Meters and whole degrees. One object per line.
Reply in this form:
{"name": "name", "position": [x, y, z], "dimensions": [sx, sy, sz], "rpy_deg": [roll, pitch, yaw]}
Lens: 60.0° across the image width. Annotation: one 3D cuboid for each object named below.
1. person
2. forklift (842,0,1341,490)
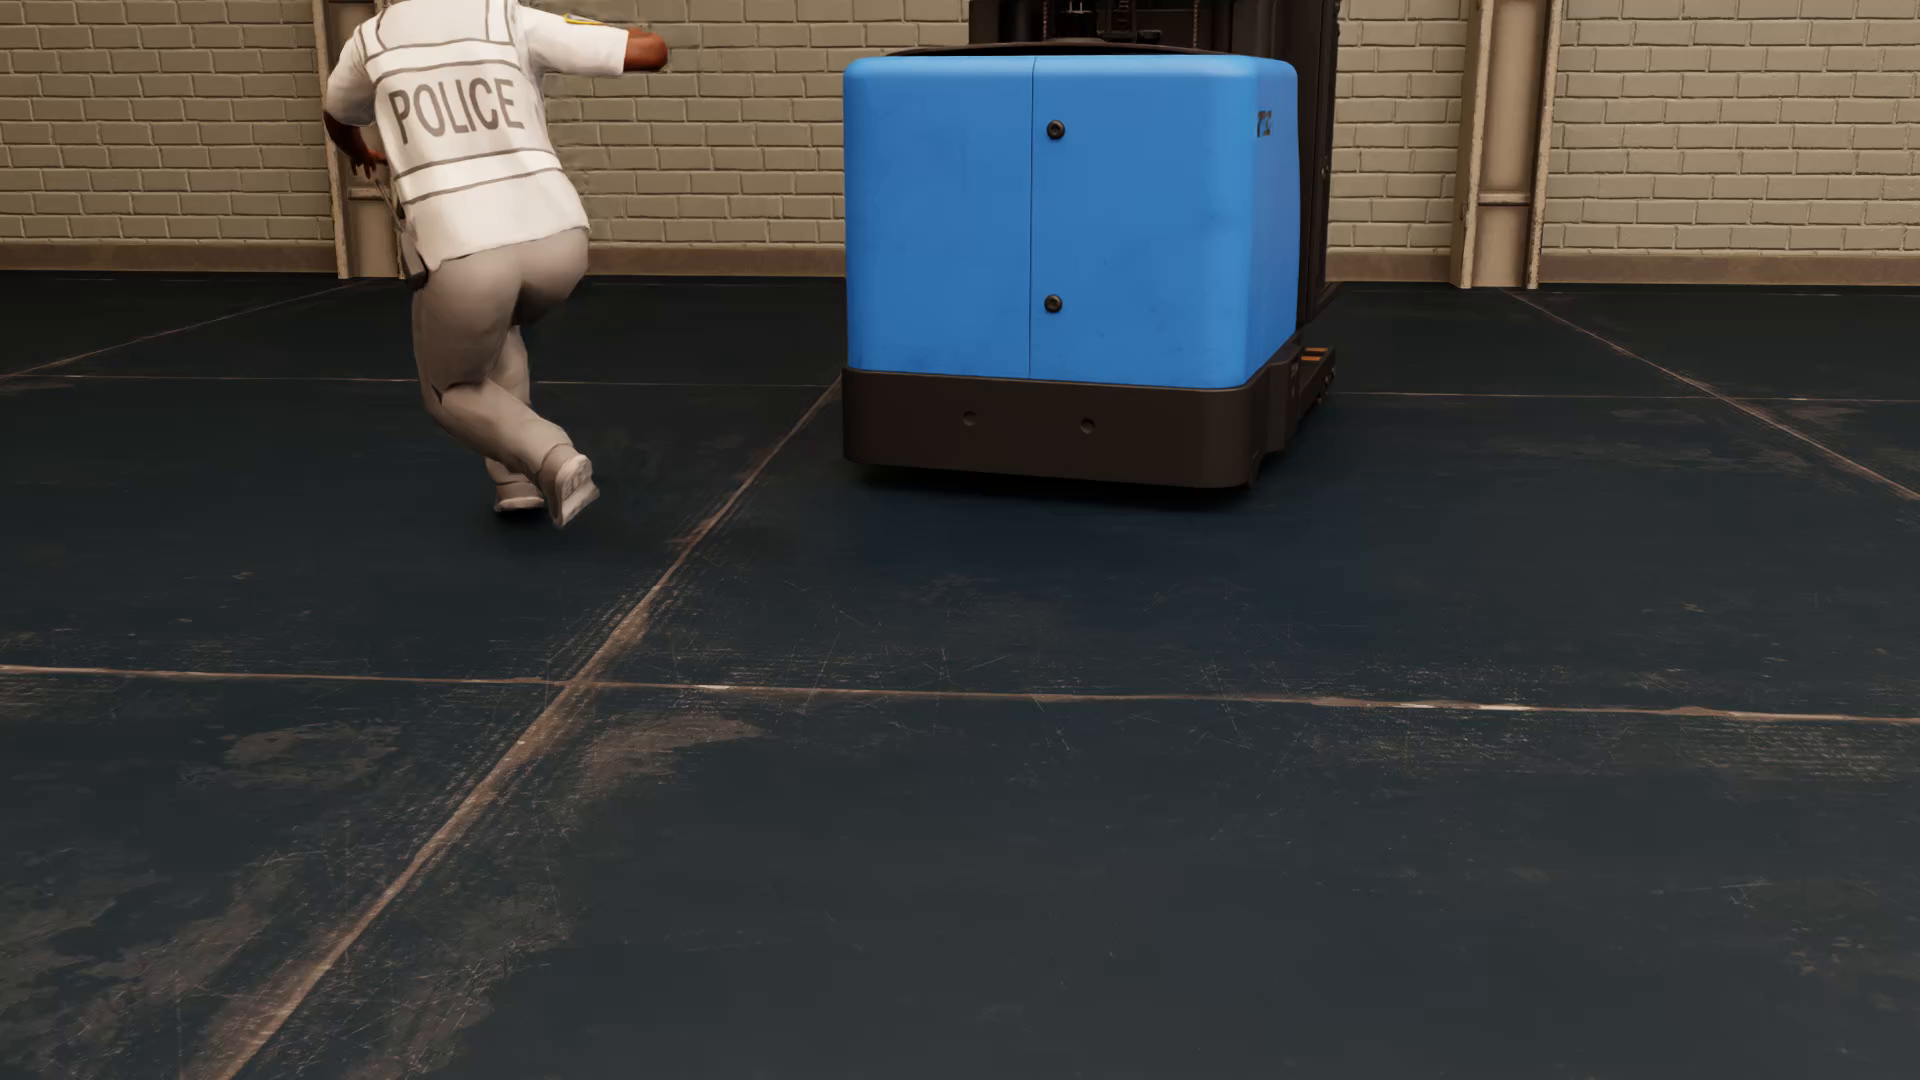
{"name": "person", "position": [-1.044, -0.730, 3.838], "dimensions": [0.724, 1.406, 1.035], "rpy_deg": [-8, 17, -29]}
{"name": "forklift", "position": [0.640, -1.880, 5.143], "dimensions": [1.130, 2.935, 3.031], "rpy_deg": [5, 16, 18]}
